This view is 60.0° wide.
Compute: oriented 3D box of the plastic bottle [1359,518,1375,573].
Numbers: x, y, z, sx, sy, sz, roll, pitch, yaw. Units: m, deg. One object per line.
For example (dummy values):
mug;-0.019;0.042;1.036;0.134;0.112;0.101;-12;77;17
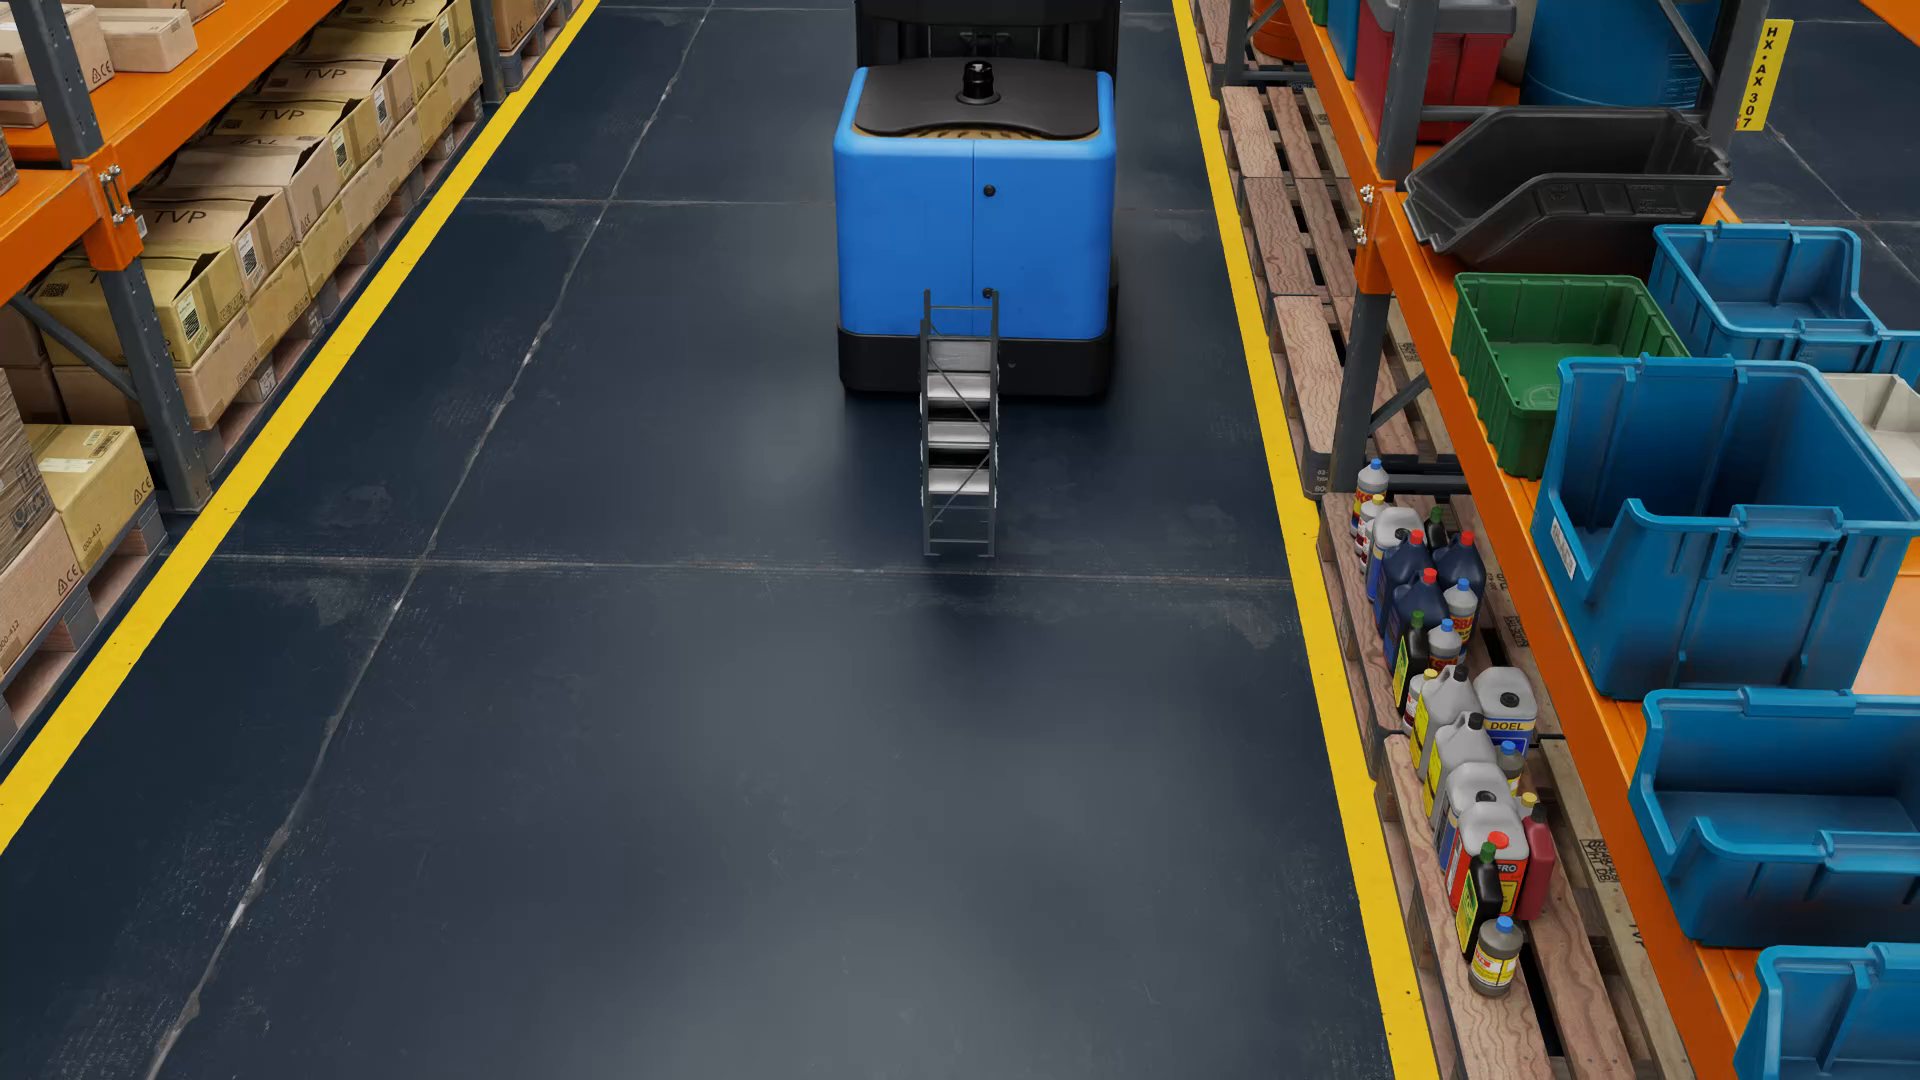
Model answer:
plastic bottle;1.307;0.007;5.183;0.097;0.201;0.097;0;35;0

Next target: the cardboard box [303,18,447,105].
cardboard box;-2.812;-2.333;8.000;0.500;0.311;0.500;1;35;1

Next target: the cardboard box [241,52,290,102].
cardboard box;-3.373;-2.050;7.596;0.500;0.311;0.500;0;35;1

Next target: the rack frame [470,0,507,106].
rack frame;-3.023;-3.663;8.353;1.000;3.000;0.127;1;35;2

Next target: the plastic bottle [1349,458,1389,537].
plastic bottle;1.315;-0.139;5.329;0.097;0.271;0.097;0;35;0

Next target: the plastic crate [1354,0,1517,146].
plastic crate;1.479;-1.559;5.304;0.402;0.464;0.583;1;35;2

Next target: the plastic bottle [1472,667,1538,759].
plastic bottle;1.443;0.482;4.441;0.152;0.276;0.135;1;35;2

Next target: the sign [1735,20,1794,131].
sign;2.315;-1.342;4.810;0.100;0.325;0.005;1;35;2

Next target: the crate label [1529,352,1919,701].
crate label;1.409;-0.028;3.150;0.502;0.435;0.616;1;35;2

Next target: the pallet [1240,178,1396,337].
pallet;1.805;-1.262;7.362;1.003;0.211;1.213;1;35;2

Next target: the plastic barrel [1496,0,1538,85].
plastic barrel;2.023;-1.848;5.653;0.433;0.535;0.433;0;35;0

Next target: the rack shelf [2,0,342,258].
rack shelf;-3.103;-2.219;6.924;1.077;0.370;4.000;1;35;2

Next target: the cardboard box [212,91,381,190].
cardboard box;-2.858;-1.756;7.178;0.500;0.311;0.500;2;35;3

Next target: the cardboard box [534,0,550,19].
cardboard box;-2.704;-3.376;9.736;0.500;0.500;0.500;0;35;0

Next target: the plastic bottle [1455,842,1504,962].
plastic bottle;1.227;0.849;3.913;0.061;0.283;0.133;2;35;3

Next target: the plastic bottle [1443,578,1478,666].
plastic bottle;1.433;0.229;4.806;0.097;0.271;0.097;0;35;0

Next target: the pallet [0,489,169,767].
pallet;-3.257;0.232;5.236;1.003;0.211;1.213;1;35;2

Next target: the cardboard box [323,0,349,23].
cardboard box;-3.338;-2.645;8.443;0.500;0.311;0.500;2;35;3

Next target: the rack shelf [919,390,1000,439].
rack shelf;0.000;-0.419;5.465;0.258;0.077;0.200;1;35;2

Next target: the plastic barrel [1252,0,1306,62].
plastic barrel;1.929;-3.111;9.091;0.600;0.830;0.708;1;35;2

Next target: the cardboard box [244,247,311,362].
cardboard box;-2.898;-0.931;6.492;0.500;0.250;0.500;2;35;3

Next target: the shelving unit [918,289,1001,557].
shelving unit;0.000;-0.373;5.498;0.258;0.900;0.210;1;35;2

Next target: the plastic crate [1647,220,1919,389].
plastic crate;1.992;-0.545;4.046;0.499;0.251;0.616;1;35;2

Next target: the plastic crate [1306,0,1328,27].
plastic crate;1.553;-2.168;6.411;0.450;0.188;0.662;1;35;2

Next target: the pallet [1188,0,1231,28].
pallet;1.968;-3.558;10.629;1.003;0.211;1.213;1;35;2

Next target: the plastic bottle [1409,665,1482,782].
plastic bottle;1.294;0.463;4.404;0.144;0.351;0.185;1;35;2

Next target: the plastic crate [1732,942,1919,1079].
plastic crate;1.326;0.817;2.109;0.499;0.251;0.616;1;35;2

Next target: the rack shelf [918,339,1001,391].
rack shelf;0.000;-0.566;5.362;0.258;0.077;0.200;1;35;2

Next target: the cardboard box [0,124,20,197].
cardboard box;-3.195;-1.150;4.691;0.700;0.500;0.500;0;35;1

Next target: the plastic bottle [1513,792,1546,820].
plastic bottle;1.409;0.718;4.170;0.097;0.201;0.097;0;35;0

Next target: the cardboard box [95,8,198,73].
cardboard box;-2.944;-1.766;5.873;0.380;0.149;0.250;1;35;2

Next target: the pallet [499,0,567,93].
pallet;-2.955;-2.950;9.764;1.003;0.211;1.213;1;35;2

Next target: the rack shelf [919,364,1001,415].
rack shelf;0.000;-0.493;5.414;0.258;0.077;0.200;1;35;2

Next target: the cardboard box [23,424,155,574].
cardboard box;-2.984;-0.140;5.366;0.500;0.250;0.500;1;35;2

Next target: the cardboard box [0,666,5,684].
cardboard box;-3.019;0.435;4.549;0.500;0.250;0.500;1;35;2

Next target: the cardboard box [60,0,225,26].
cardboard box;-3.115;-2.149;6.112;0.500;0.500;0.500;4;35;5

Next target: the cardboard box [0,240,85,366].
cardboard box;-3.454;-0.880;5.932;0.500;0.311;0.500;1;35;2

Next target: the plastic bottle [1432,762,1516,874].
plastic bottle;1.284;0.695;4.138;0.152;0.276;0.135;0;35;1

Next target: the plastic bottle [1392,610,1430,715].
plastic bottle;1.263;0.340;4.637;0.061;0.283;0.133;3;35;4

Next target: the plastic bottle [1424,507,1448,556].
plastic bottle;1.435;0.045;5.057;0.061;0.283;0.133;1;35;2

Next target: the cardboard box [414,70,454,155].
cardboard box;-2.818;-2.105;8.163;0.500;0.250;0.500;1;35;1

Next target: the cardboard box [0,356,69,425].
cardboard box;-3.457;-0.656;6.101;0.500;0.250;0.500;1;35;1

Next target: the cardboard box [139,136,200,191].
cardboard box;-3.417;-1.466;6.765;0.500;0.311;0.500;1;35;2

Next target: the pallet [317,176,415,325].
pallet;-3.147;-1.350;7.488;1.003;0.211;1.213;1;35;2

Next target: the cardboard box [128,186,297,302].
cardboard box;-2.893;-1.160;6.330;0.500;0.311;0.500;1;35;1

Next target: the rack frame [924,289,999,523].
rack frame;0.004;-0.431;5.581;0.240;0.900;0.006;1;35;2

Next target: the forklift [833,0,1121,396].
forklift;0.126;-2.576;6.866;1.130;2.935;3.031;2;35;2

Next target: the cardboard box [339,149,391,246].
cardboard box;-2.859;-1.521;7.331;0.500;0.250;0.500;2;35;3

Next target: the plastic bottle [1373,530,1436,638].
plastic bottle;1.318;0.110;4.906;0.144;0.351;0.185;2;35;3

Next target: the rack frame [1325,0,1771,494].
rack frame;1.766;-1.248;4.917;1.000;3.000;0.127;1;35;2

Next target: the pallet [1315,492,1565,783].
pallet;1.697;0.278;5.171;1.003;0.211;1.213;1;35;2

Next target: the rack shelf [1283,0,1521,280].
rack shelf;1.846;-2.103;6.759;1.077;0.370;4.000;1;35;2
